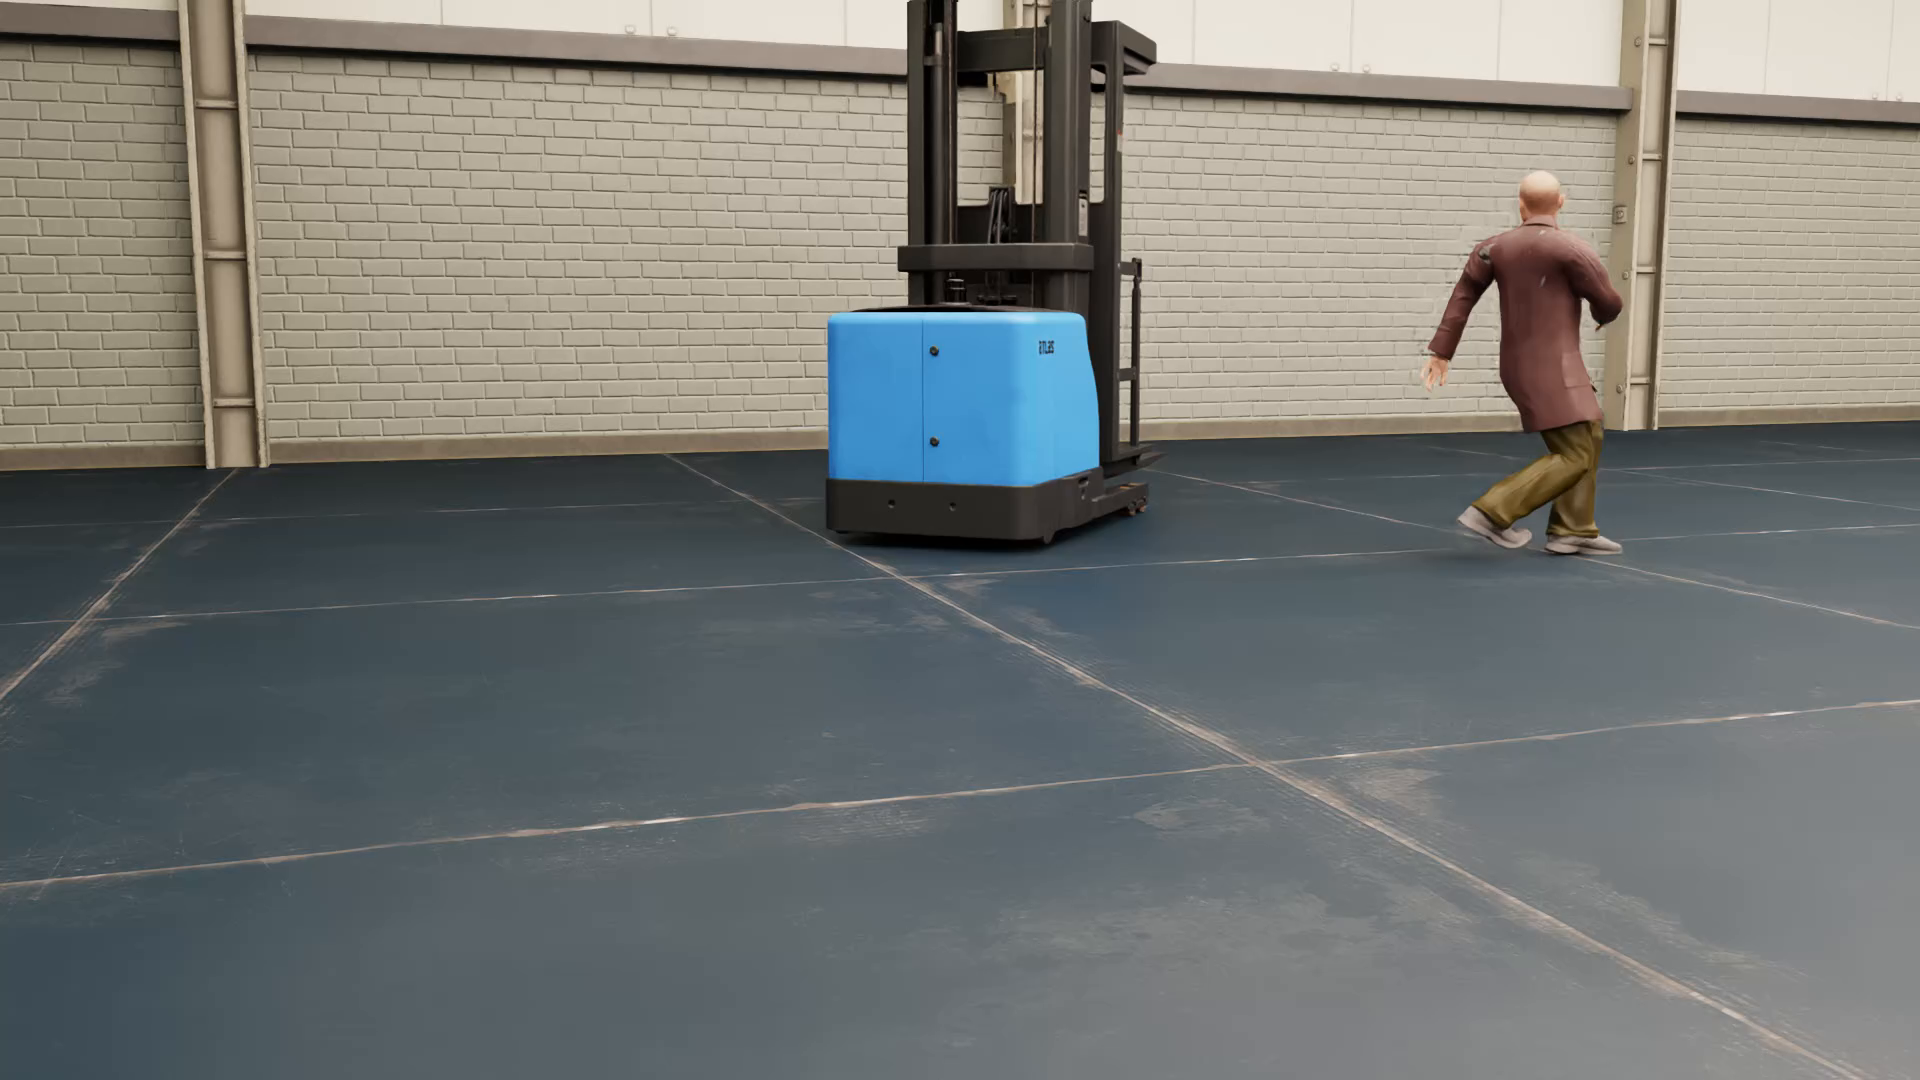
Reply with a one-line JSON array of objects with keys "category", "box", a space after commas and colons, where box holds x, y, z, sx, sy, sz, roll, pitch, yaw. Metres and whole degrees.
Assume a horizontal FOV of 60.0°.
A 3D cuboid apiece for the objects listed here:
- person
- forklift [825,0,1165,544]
[{"category": "person", "box": [2.550, -0.761, 7.335, 0.890, 1.695, 0.646, -1, 8, -8]}, {"category": "forklift", "box": [0.384, -1.593, 8.758, 1.130, 2.935, 3.031, 3, 8, 21]}]
